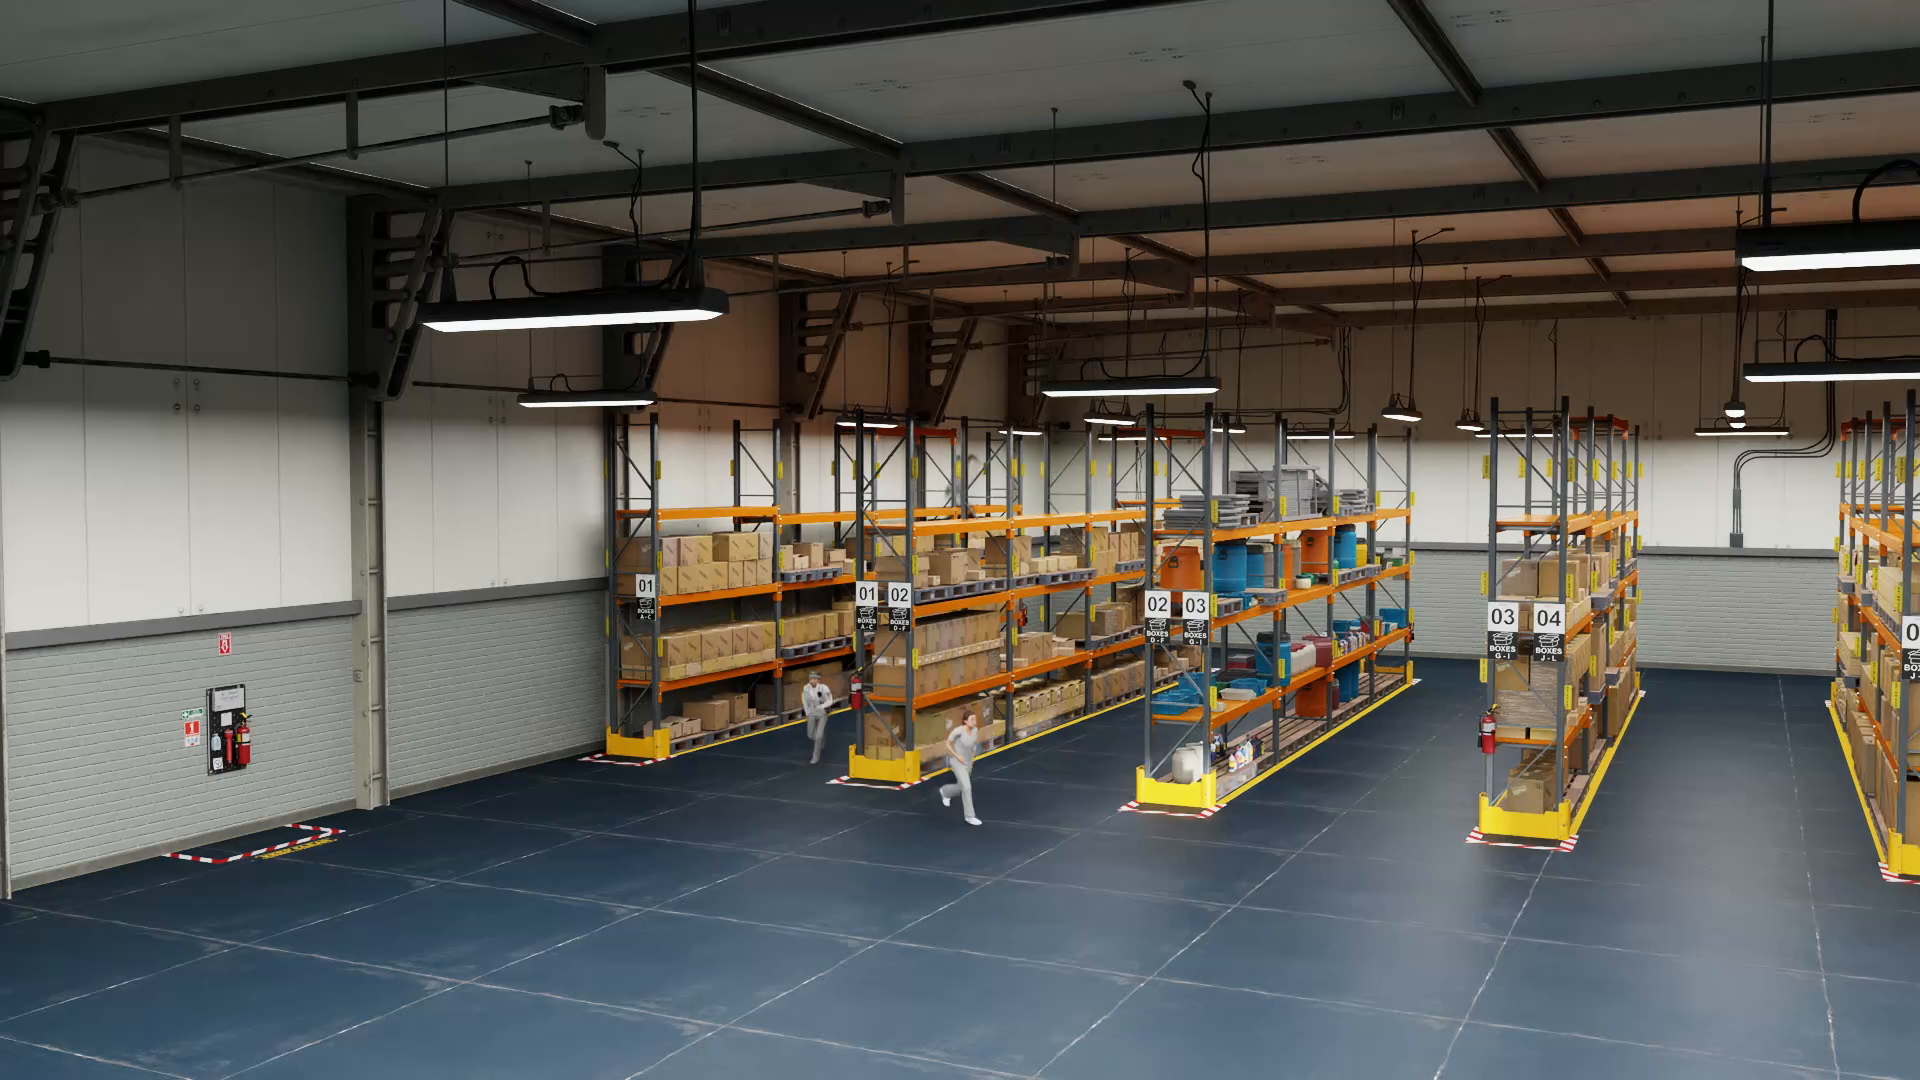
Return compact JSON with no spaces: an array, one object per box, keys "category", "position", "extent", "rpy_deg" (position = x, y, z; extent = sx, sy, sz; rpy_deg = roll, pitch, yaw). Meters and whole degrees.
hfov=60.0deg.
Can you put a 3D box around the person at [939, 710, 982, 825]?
[{"category":"person","position":[-0.033,3.208,23.760],"extent":[0.550,1.620,0.888],"rpy_deg":[-2,3,-35]}]

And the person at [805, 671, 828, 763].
[{"category":"person","position":[-2.488,3.015,28.494],"extent":[0.461,1.618,0.685],"rpy_deg":[0,2,10]}]
